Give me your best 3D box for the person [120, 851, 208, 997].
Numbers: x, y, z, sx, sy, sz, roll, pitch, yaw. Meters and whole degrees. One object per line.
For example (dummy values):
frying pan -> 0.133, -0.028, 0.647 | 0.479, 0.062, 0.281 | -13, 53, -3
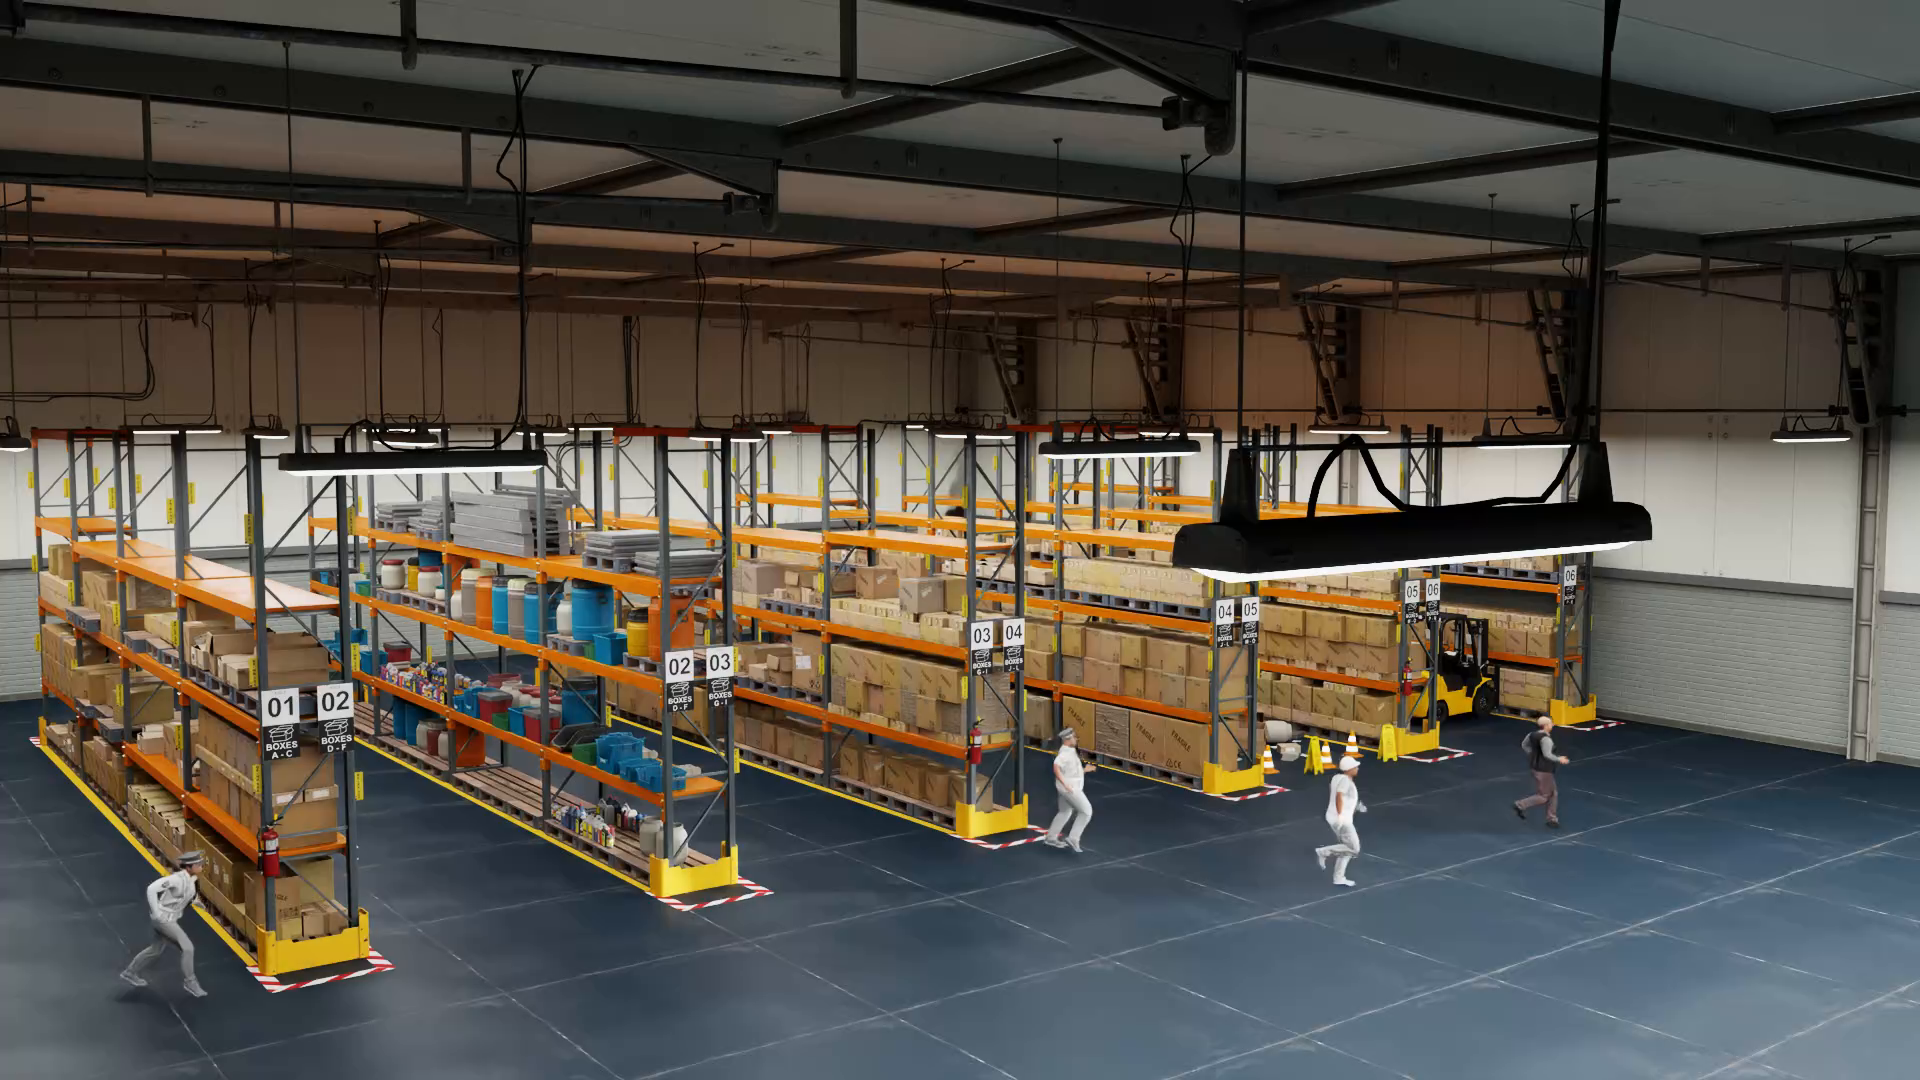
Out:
person -> -8.585, 4.159, 17.923 | 0.927, 1.623, 0.659 | 0, 4, 2

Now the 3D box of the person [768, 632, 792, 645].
person -> -4.560, 2.245, 41.928 | 0.857, 1.591, 0.657 | 1, 5, 8

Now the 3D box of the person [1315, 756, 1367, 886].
person -> 5.085, 3.744, 22.146 | 0.701, 1.730, 0.728 | 0, 4, 1

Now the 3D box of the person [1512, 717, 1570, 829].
person -> 8.757, 3.528, 25.144 | 0.853, 1.736, 0.668 | 0, 4, -1

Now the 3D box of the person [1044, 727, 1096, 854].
person -> 1.594, 3.587, 23.818 | 0.728, 1.828, 0.639 | -1, 5, -7
